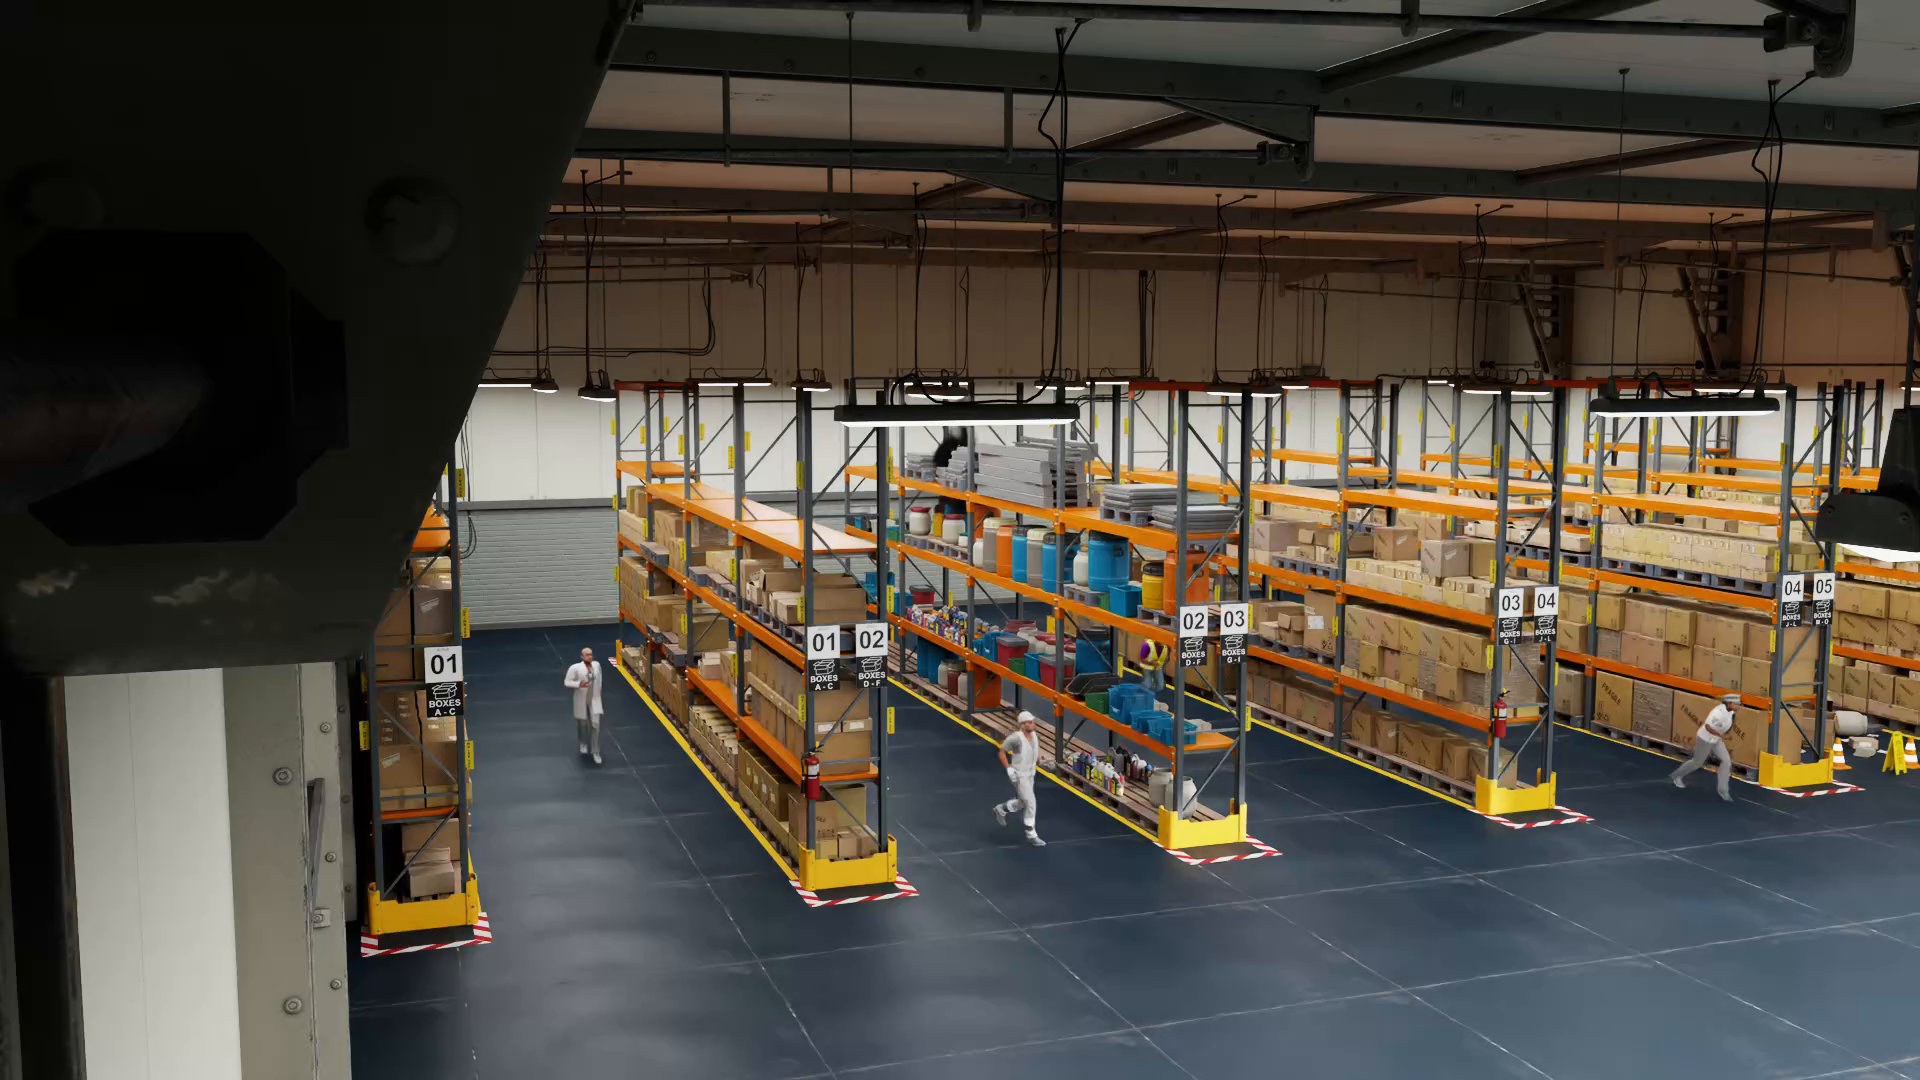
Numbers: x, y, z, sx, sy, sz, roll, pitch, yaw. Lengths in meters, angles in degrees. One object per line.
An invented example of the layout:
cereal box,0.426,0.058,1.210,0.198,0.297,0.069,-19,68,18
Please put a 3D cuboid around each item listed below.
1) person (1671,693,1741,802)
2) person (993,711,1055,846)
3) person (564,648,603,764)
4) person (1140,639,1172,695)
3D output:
person,10.956,2.994,24.429,0.617,1.625,0.986,-5,8,-40
person,0.767,3.127,22.087,0.908,1.766,0.636,5,8,38
person,-6.021,2.634,26.684,0.672,1.842,0.903,-3,7,-27
person,3.564,2.353,30.154,0.735,1.587,0.862,-2,6,-19
